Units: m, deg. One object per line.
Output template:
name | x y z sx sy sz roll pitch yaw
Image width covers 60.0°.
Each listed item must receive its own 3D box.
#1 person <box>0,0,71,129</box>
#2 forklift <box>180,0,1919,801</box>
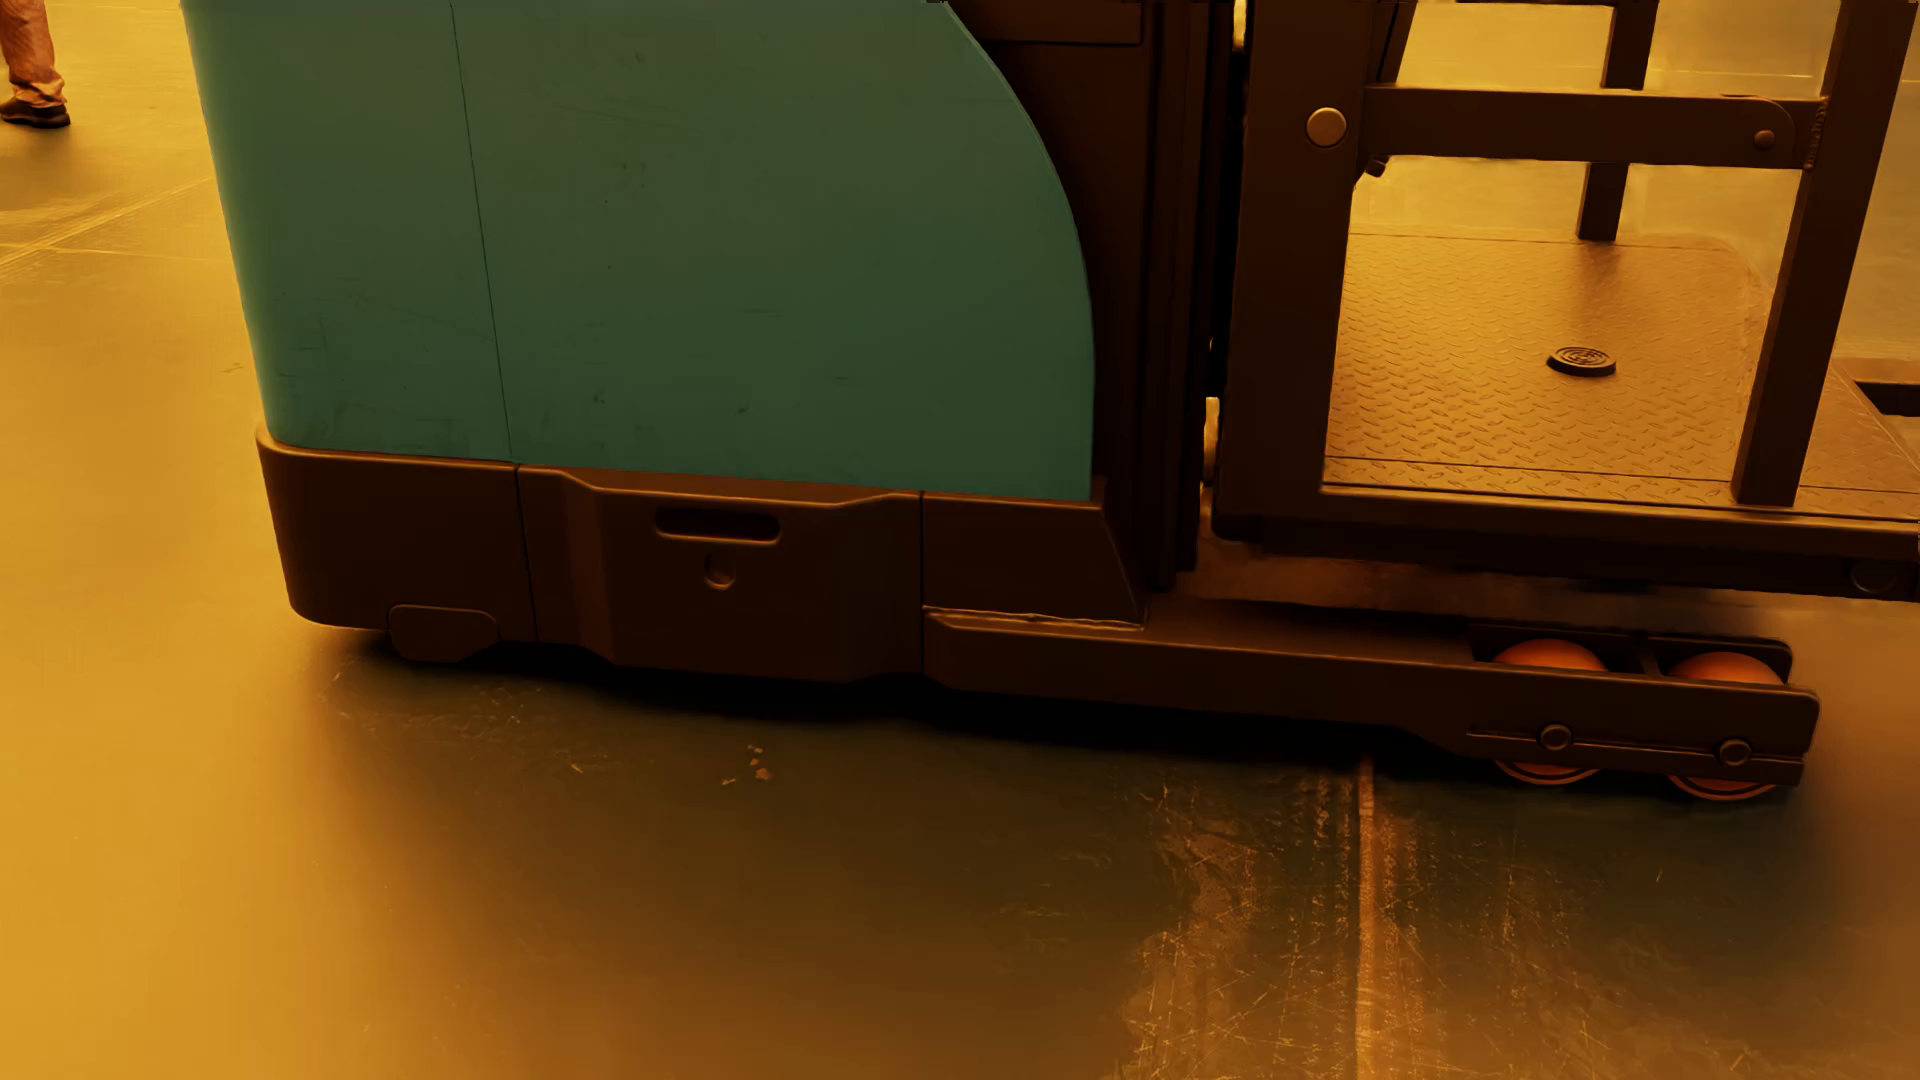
person | -2.829 -1.989 4.552 0.460 1.702 0.681 16 31 28
forklift | 0.675 -1.268 1.759 3.031 2.935 1.130 4 27 8
